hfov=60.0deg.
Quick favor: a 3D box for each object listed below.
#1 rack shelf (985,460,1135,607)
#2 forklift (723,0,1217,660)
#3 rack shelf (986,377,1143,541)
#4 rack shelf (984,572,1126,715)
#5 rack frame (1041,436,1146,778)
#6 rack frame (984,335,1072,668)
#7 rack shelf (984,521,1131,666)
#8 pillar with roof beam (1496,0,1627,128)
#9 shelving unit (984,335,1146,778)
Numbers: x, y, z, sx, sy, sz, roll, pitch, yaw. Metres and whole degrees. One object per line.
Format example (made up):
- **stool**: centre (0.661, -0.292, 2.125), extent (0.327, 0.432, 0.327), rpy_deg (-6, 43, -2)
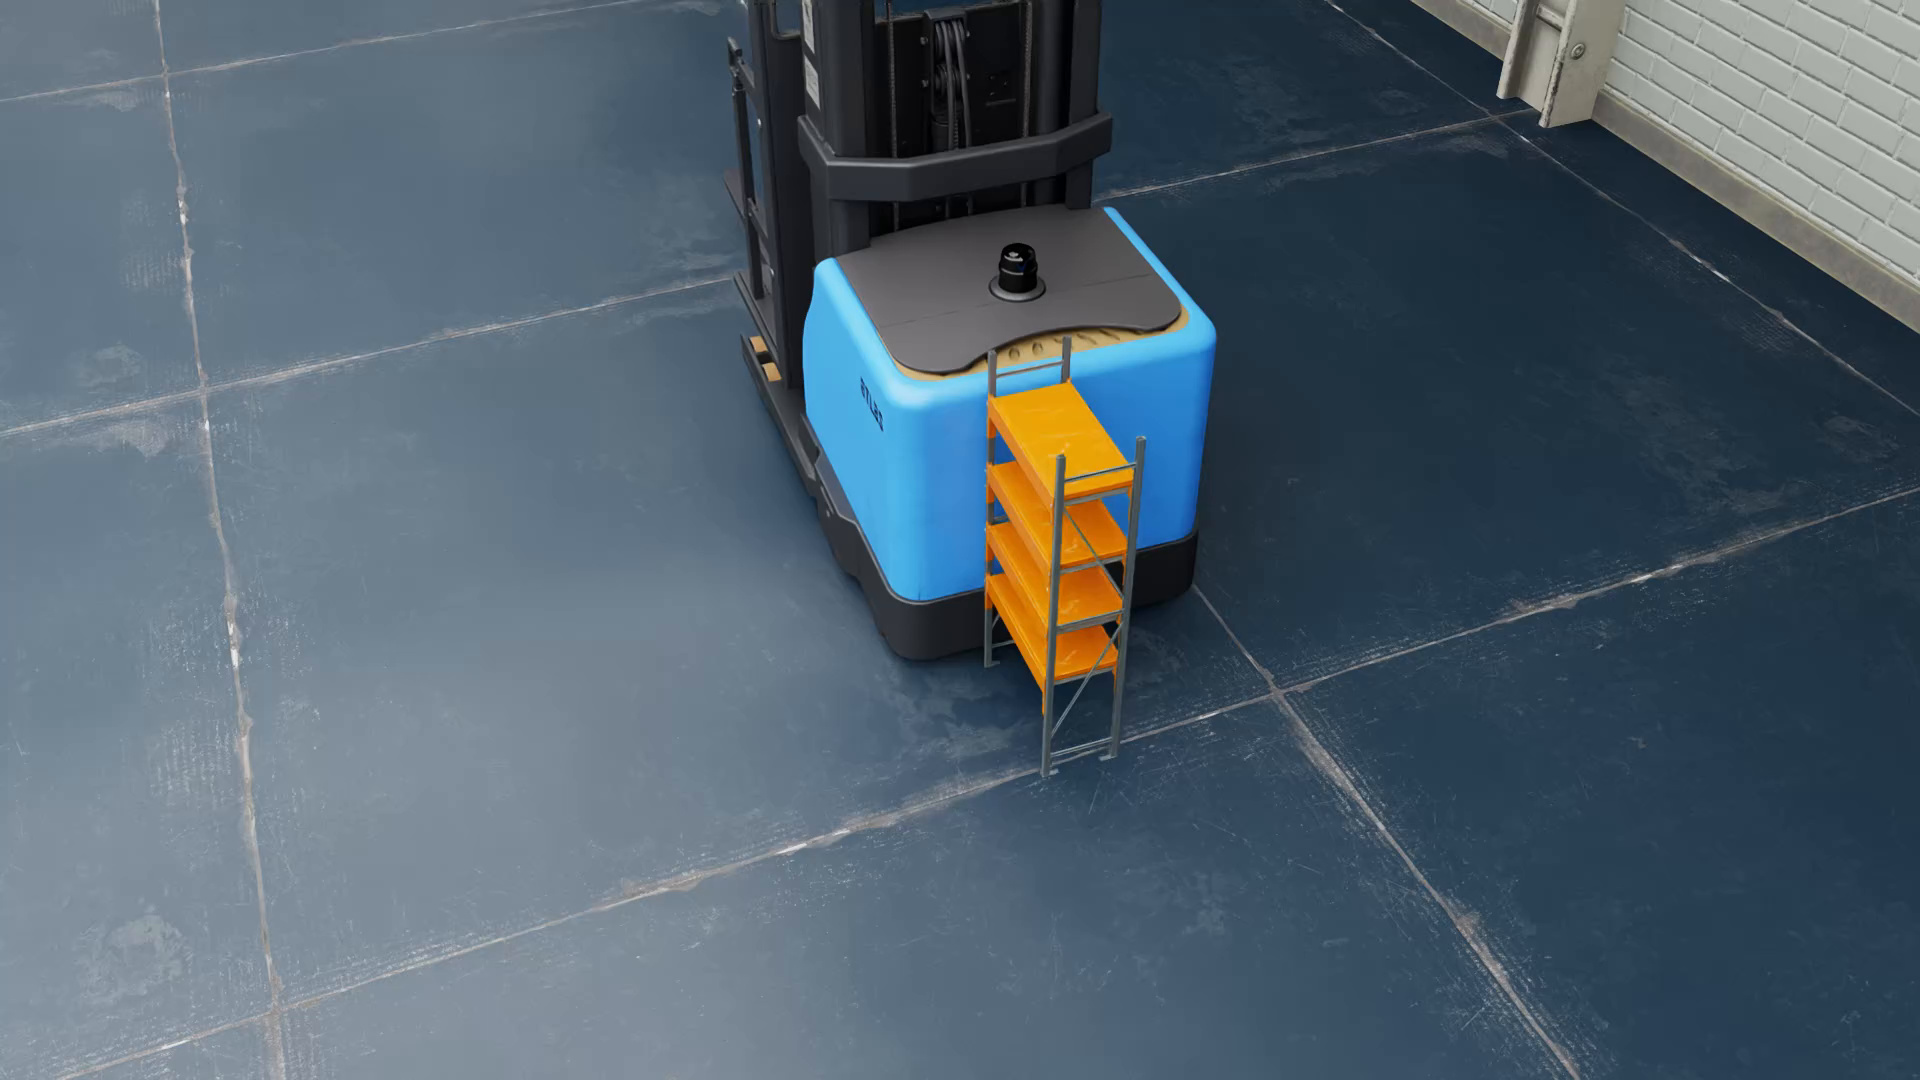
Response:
- **rack shelf**: centre (0.273, -0.048, 4.645), extent (0.258, 0.148, 0.480), rpy_deg (-13, 42, -15)
- **forklift**: centre (-0.207, -1.706, 5.486), extent (1.130, 2.935, 3.031), rpy_deg (-13, 42, -15)
- **rack shelf**: centre (0.273, -0.227, 4.491), extent (0.258, 0.148, 0.480), rpy_deg (-13, 42, -15)
- **rack shelf**: centre (0.273, 0.273, 4.921), extent (0.258, 0.148, 0.480), rpy_deg (-13, 42, -15)
- **rack frame**: centre (0.356, 0.221, 4.573), extent (0.240, 1.200, 0.015), rpy_deg (-13, 42, -15)
- **rack frame**: centre (0.191, -0.079, 4.921), extent (0.240, 1.200, 0.015), rpy_deg (-13, 42, -15)
- **rack shelf**: centre (0.273, 0.122, 4.791), extent (0.258, 0.148, 0.480), rpy_deg (-13, 42, -15)
- **pillar with roof beam**: centre (-1.070, -4.494, 4.075), extent (9.100, 9.000, 0.400), rpy_deg (-15, 43, -17)
- **shelving unit**: centre (0.273, 0.071, 4.747), extent (0.258, 1.200, 0.503), rpy_deg (-13, 42, -15)
